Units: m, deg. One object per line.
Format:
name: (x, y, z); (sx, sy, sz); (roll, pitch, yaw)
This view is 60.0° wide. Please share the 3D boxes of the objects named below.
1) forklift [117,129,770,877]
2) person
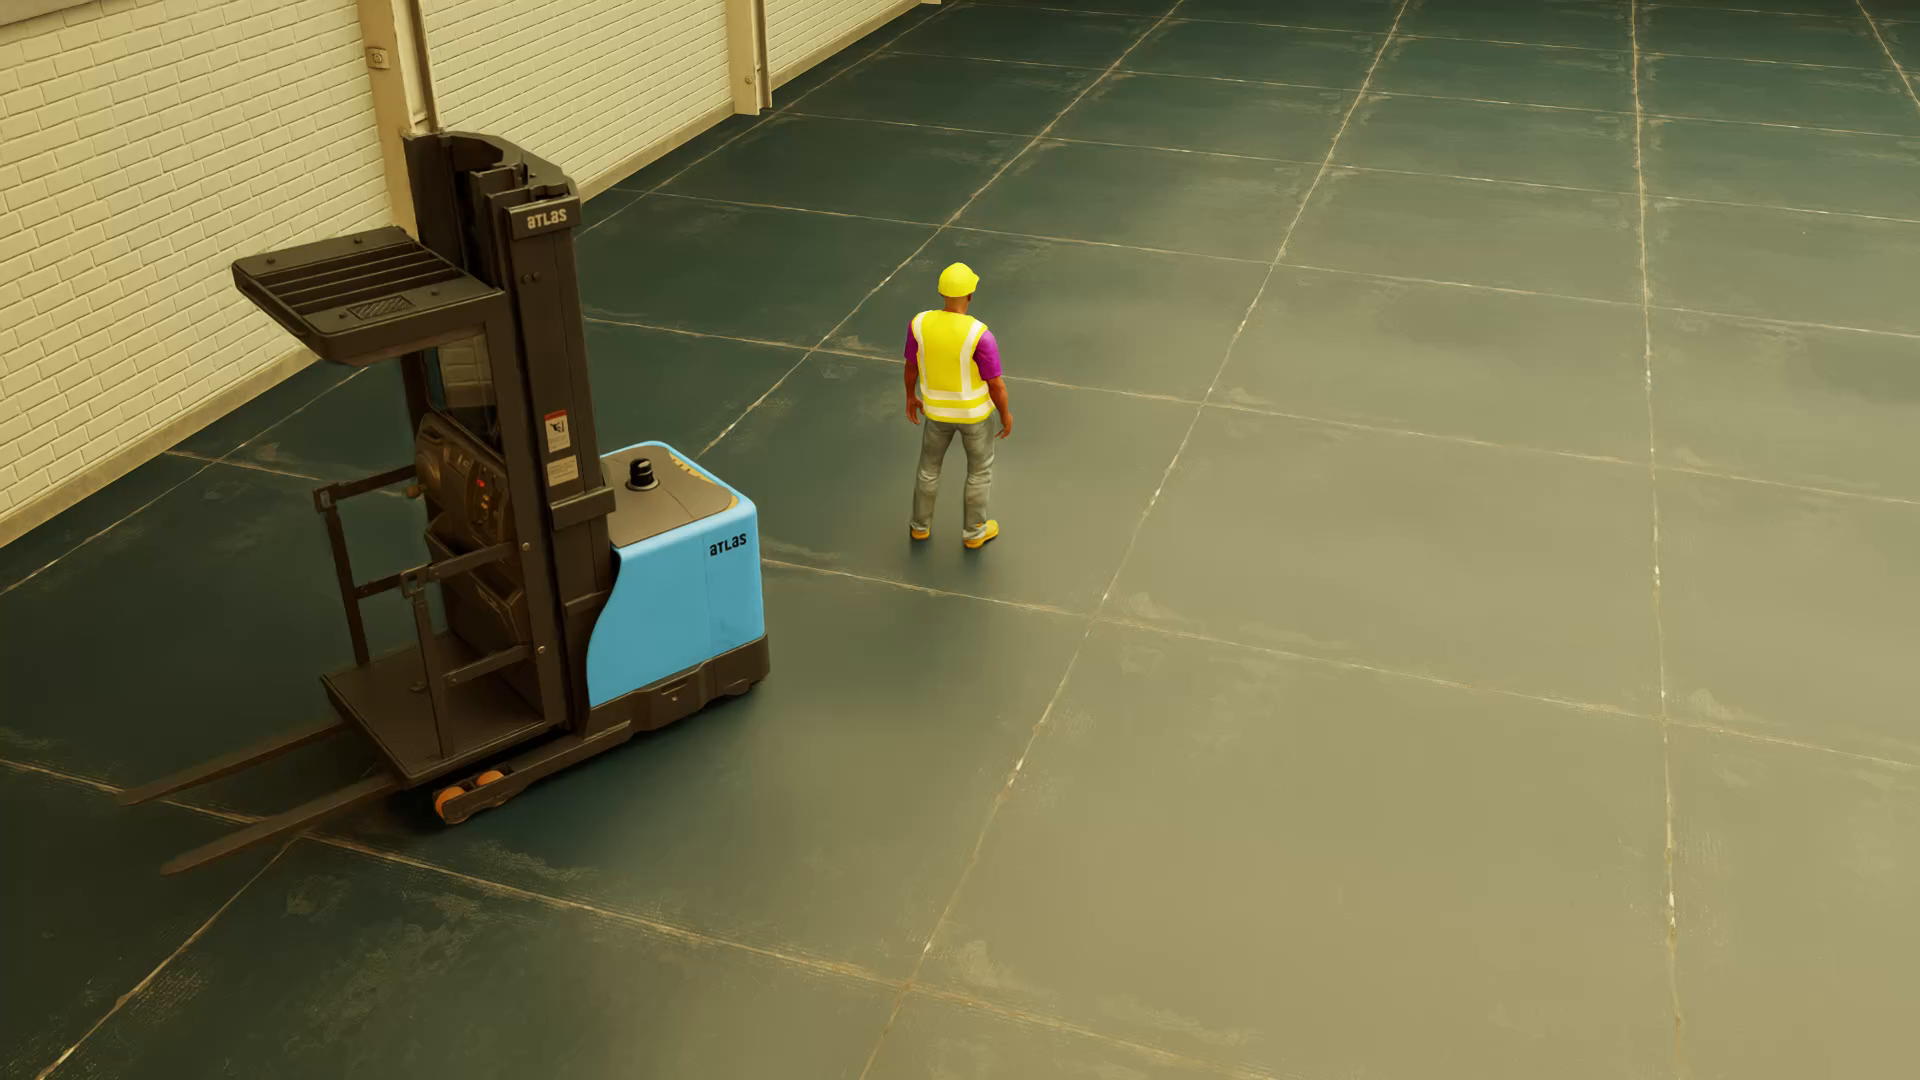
forklift: (-2.458, -0.244, 7.565); (3.031, 2.935, 1.130); (-22, 36, -34)
person: (-0.022, -0.772, 9.669); (0.677, 1.769, 0.424); (10, 31, 16)
